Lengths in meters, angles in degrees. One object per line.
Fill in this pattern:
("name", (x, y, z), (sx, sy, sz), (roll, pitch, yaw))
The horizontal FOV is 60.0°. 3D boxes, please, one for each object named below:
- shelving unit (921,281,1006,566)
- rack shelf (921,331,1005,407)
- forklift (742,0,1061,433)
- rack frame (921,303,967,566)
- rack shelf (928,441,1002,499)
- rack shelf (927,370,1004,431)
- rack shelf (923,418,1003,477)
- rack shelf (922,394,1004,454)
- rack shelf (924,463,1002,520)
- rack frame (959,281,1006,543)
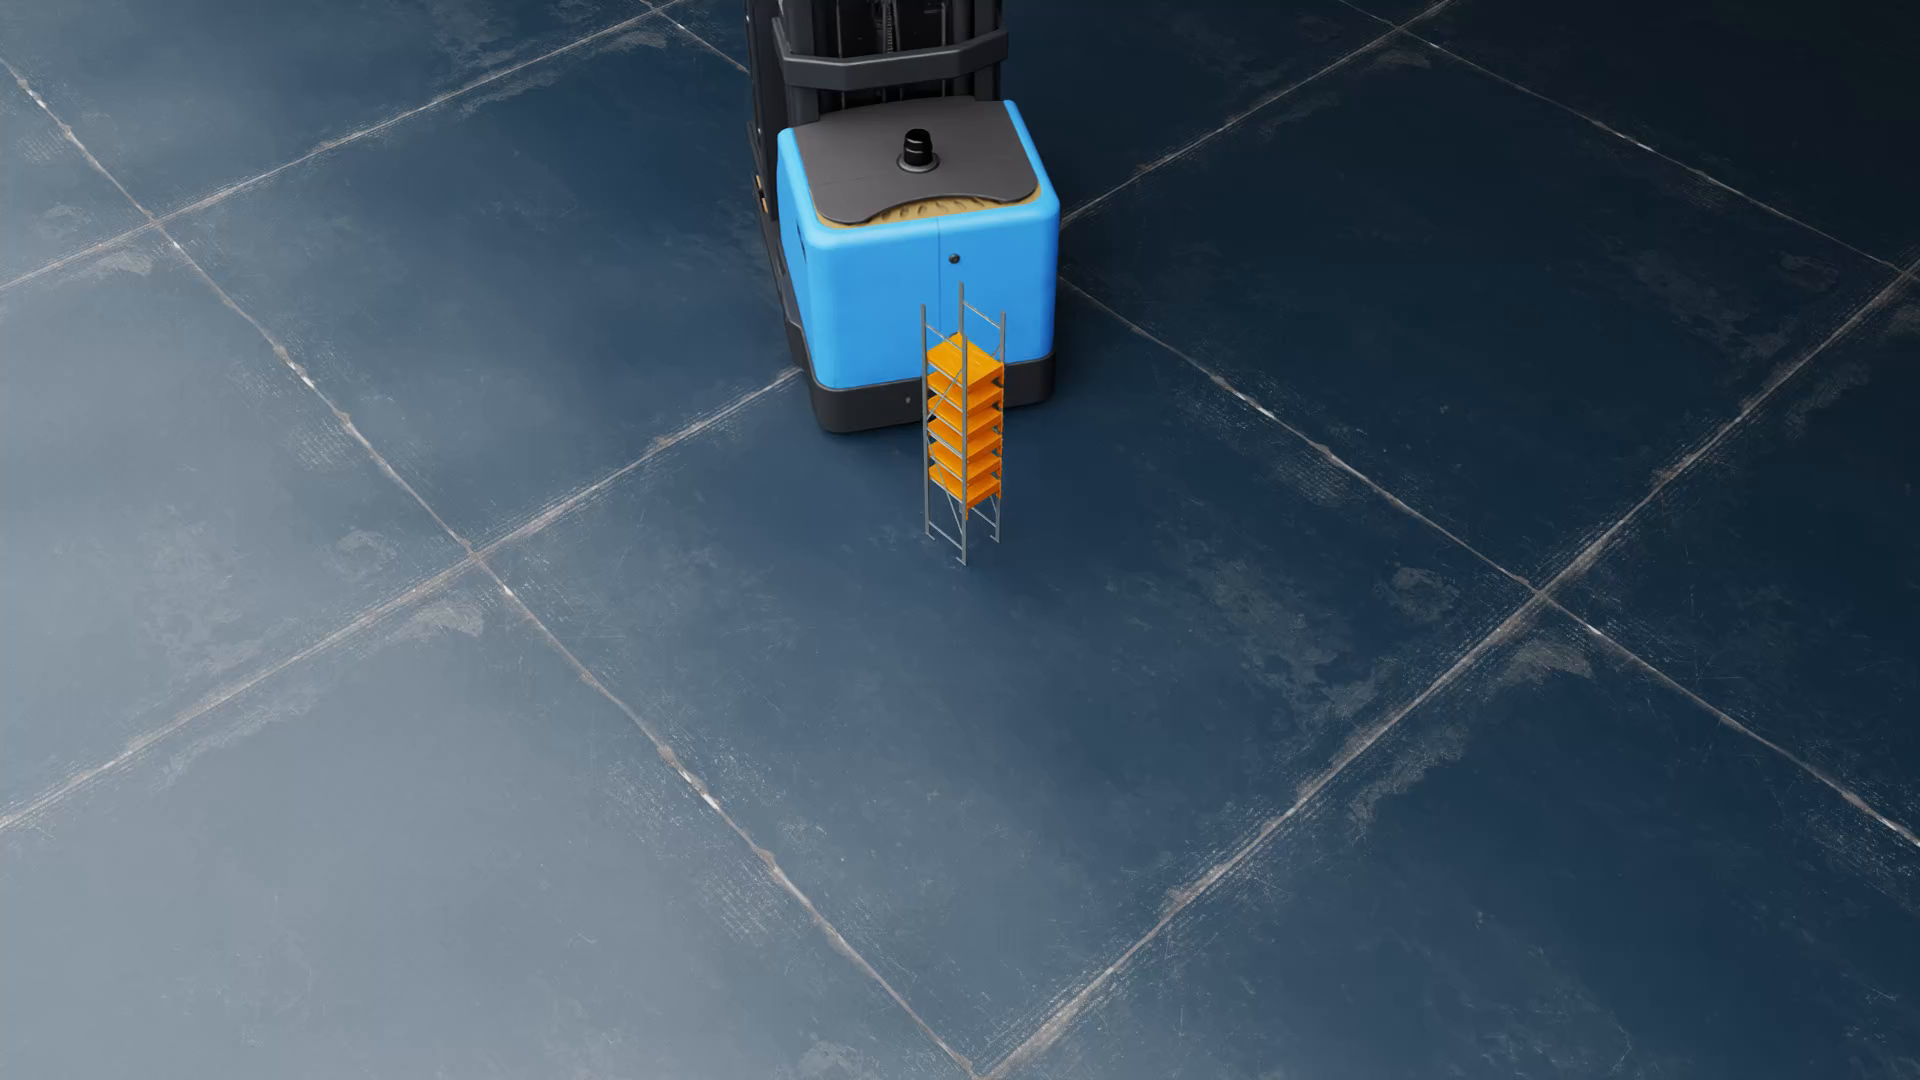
("shelving unit", (0.011, -0.414, 6.316), (0.189, 1.200, 0.258), (-34, 56, -27))
("rack shelf", (0.011, -0.628, 6.084), (0.180, 0.103, 0.258), (-34, 56, -27))
("forklift", (-0.416, -2.555, 7.113), (1.130, 2.935, 3.031), (-10, 48, -9))
("rack frame", (-0.057, -0.369, 6.274), (0.006, 1.200, 0.240), (-34, 56, -27))
("rack shelf", (0.011, -0.303, 6.436), (0.180, 0.103, 0.258), (-34, 56, -27))
("rack shelf", (0.011, -0.547, 6.172), (0.180, 0.103, 0.258), (-34, 56, -27))
("rack shelf", (0.011, -0.384, 6.348), (0.180, 0.103, 0.258), (-34, 56, -27))
("rack shelf", (0.011, -0.465, 6.260), (0.180, 0.103, 0.258), (-34, 56, -27))
("rack shelf", (0.011, -0.221, 6.525), (0.180, 0.103, 0.258), (-34, 56, -27))
("rack frame", (0.078, -0.459, 6.357), (0.006, 1.200, 0.240), (-34, 56, -27))
